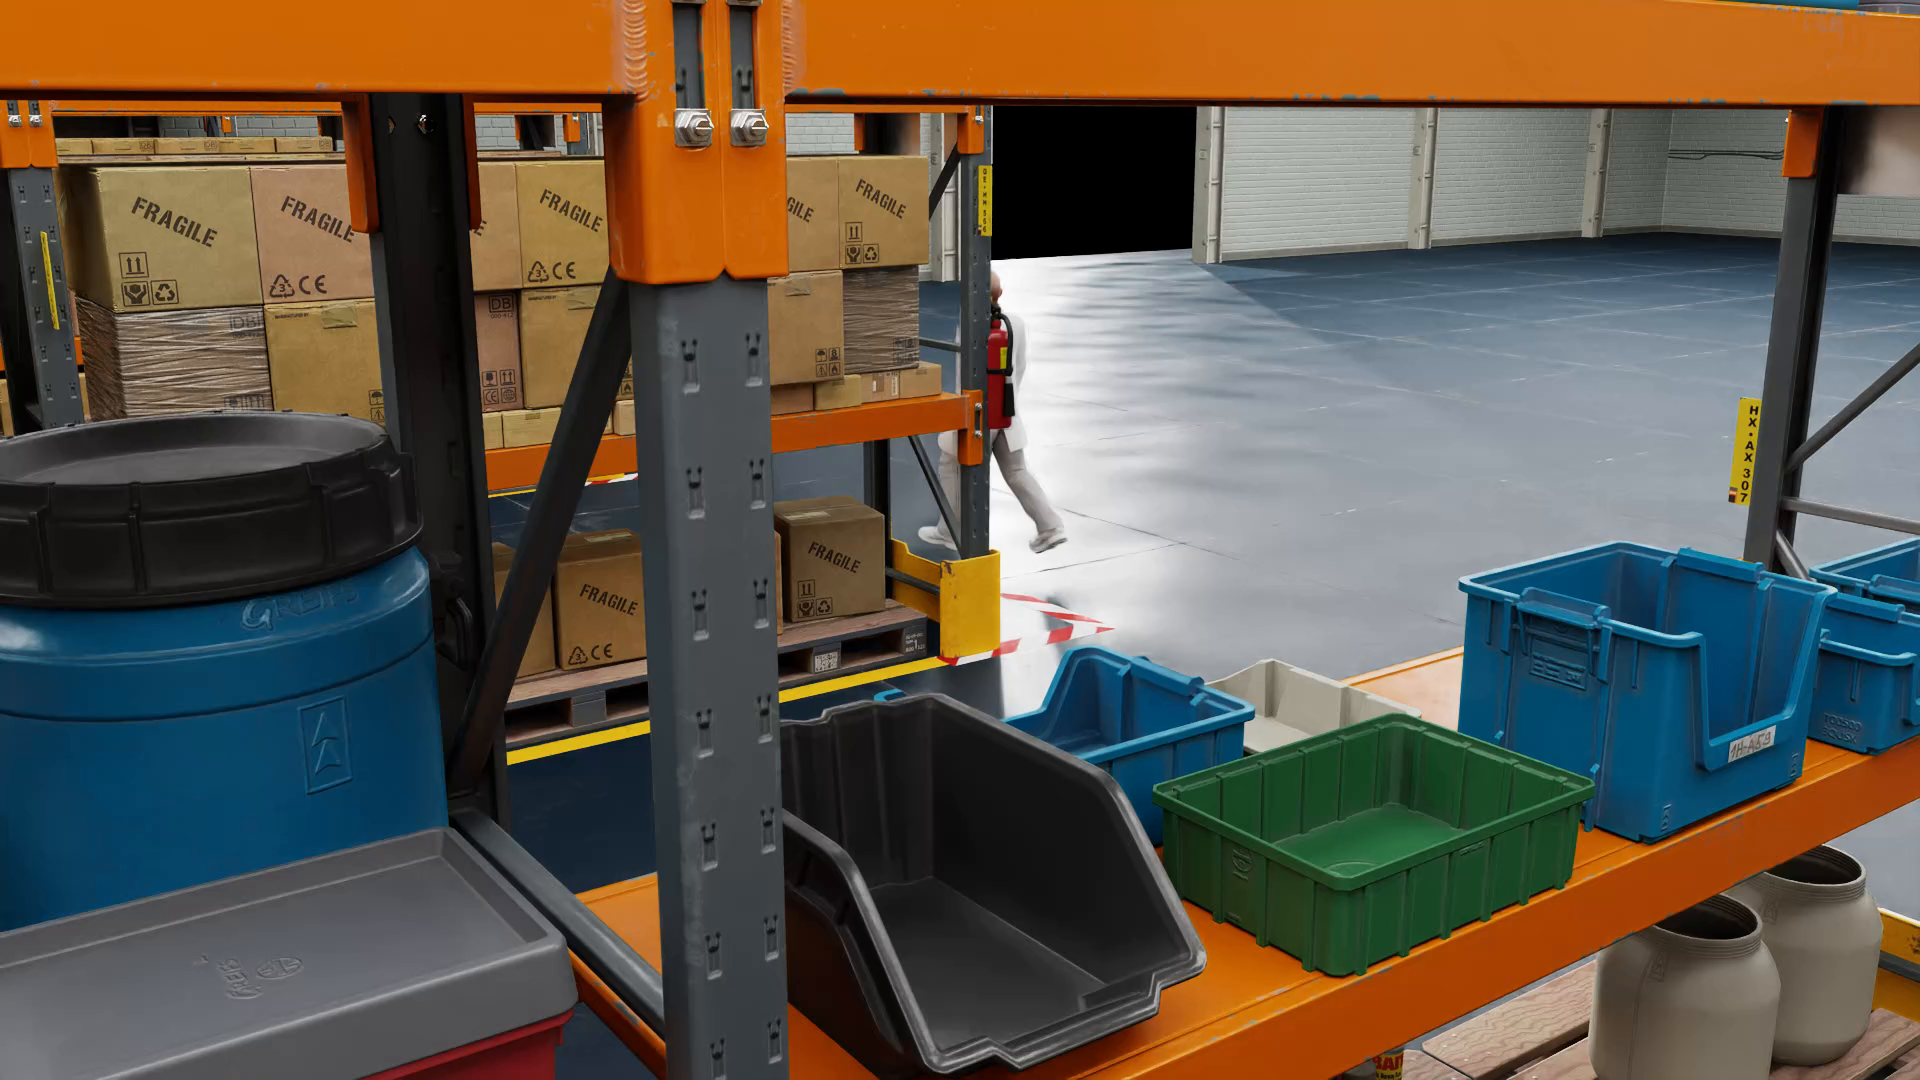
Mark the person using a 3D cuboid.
[{"bbox_3d":[0.189,-0.754,9.996,0.655,1.735,1.086,-12,19,-39],"label":"person"}]
